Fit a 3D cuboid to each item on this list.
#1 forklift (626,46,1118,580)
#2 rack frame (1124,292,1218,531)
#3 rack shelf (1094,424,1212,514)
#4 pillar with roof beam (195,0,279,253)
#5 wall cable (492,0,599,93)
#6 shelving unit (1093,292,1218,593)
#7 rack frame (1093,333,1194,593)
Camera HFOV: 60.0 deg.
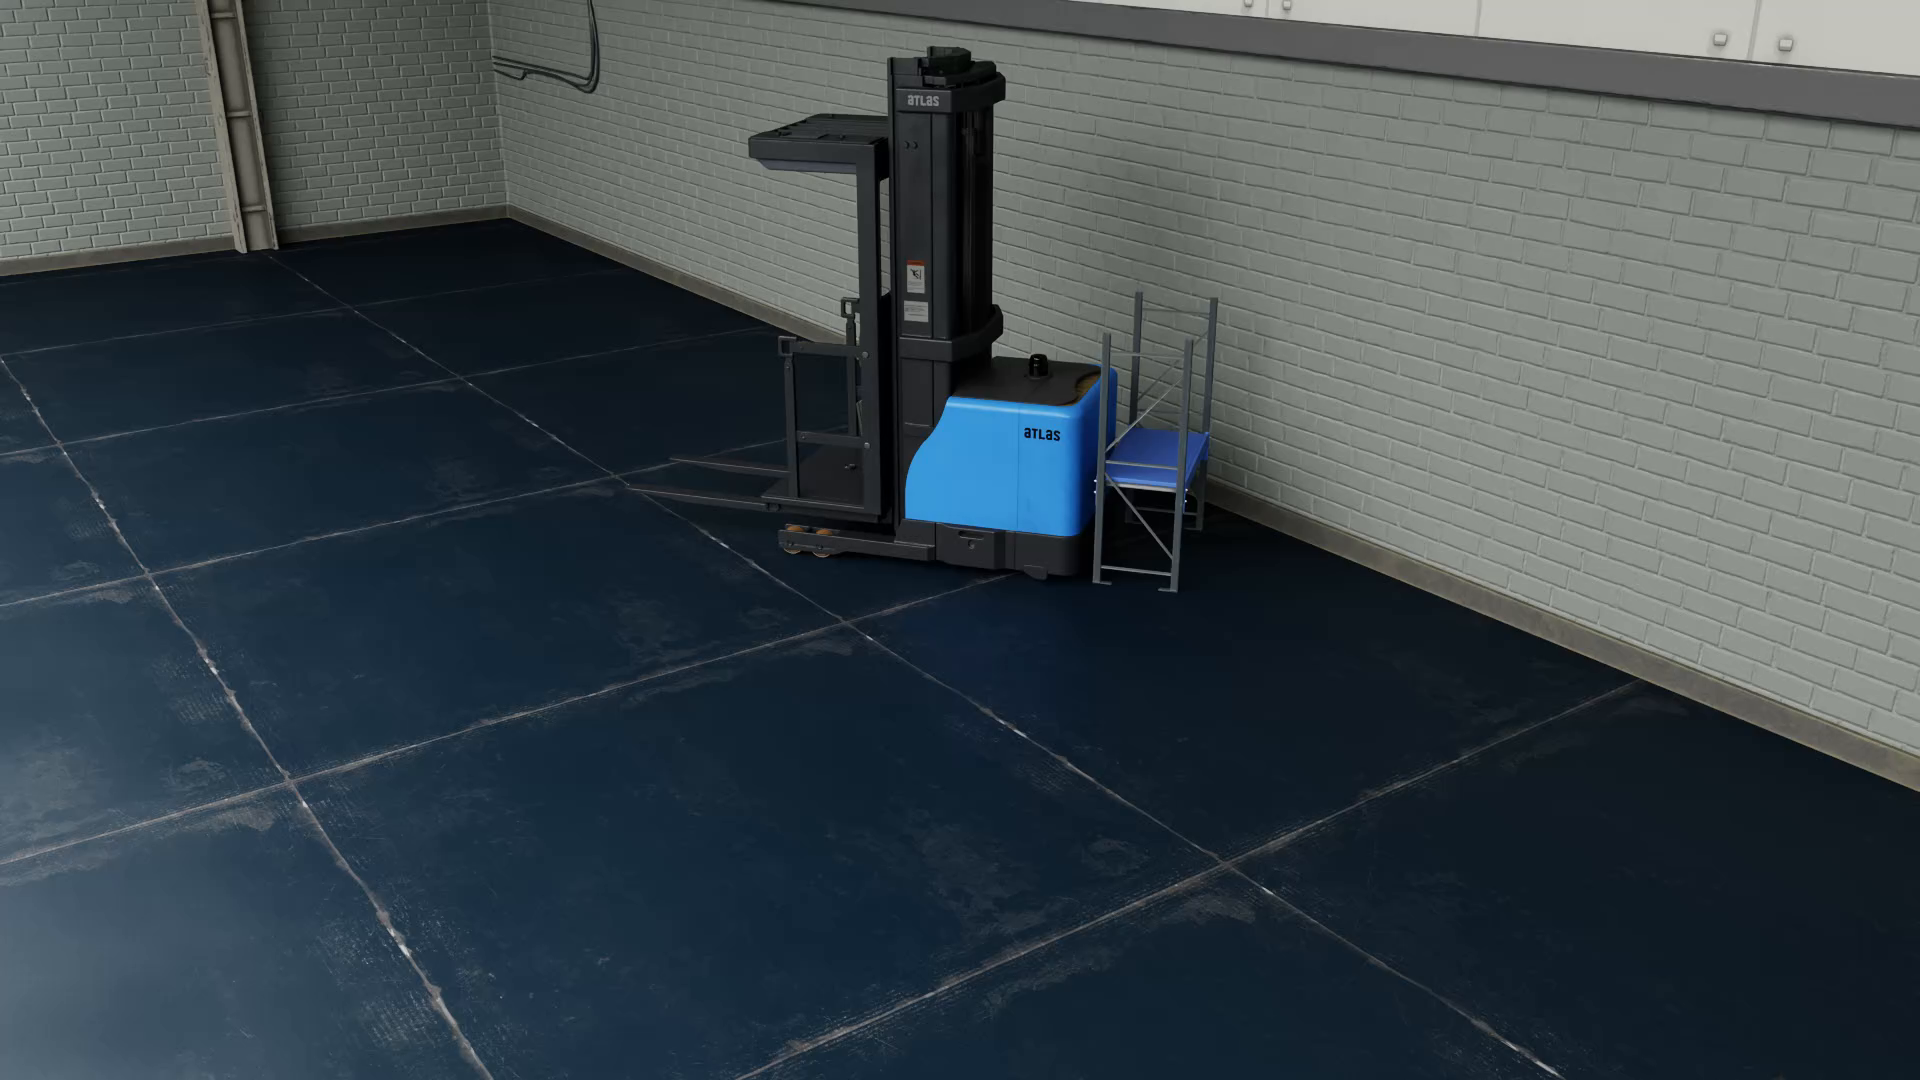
[{"bbox_3d":[-0.598,-1.433,10.033,3.031,2.935,1.130,7,23,17],"label":"forklift"},{"bbox_3d":[1.304,-0.785,10.336,0.500,1.500,0.032,6,23,14],"label":"rack frame"},{"bbox_3d":[1.165,-0.437,9.949,0.538,0.185,1.000,6,23,14],"label":"rack shelf"},{"bbox_3d":[-5.319,-6.131,13.620,0.400,9.000,9.100,-15,26,-33],"label":"pillar with roof beam"},{"bbox_3d":[-4.670,-6.224,18.042,0.112,2.526,3.097,-15,26,-33],"label":"wall cable"},{"bbox_3d":[1.166,-0.604,9.882,0.538,1.500,1.048,6,23,14],"label":"shelving unit"},{"bbox_3d":[1.028,-0.423,9.428,0.500,1.500,0.032,6,23,14],"label":"rack frame"}]
